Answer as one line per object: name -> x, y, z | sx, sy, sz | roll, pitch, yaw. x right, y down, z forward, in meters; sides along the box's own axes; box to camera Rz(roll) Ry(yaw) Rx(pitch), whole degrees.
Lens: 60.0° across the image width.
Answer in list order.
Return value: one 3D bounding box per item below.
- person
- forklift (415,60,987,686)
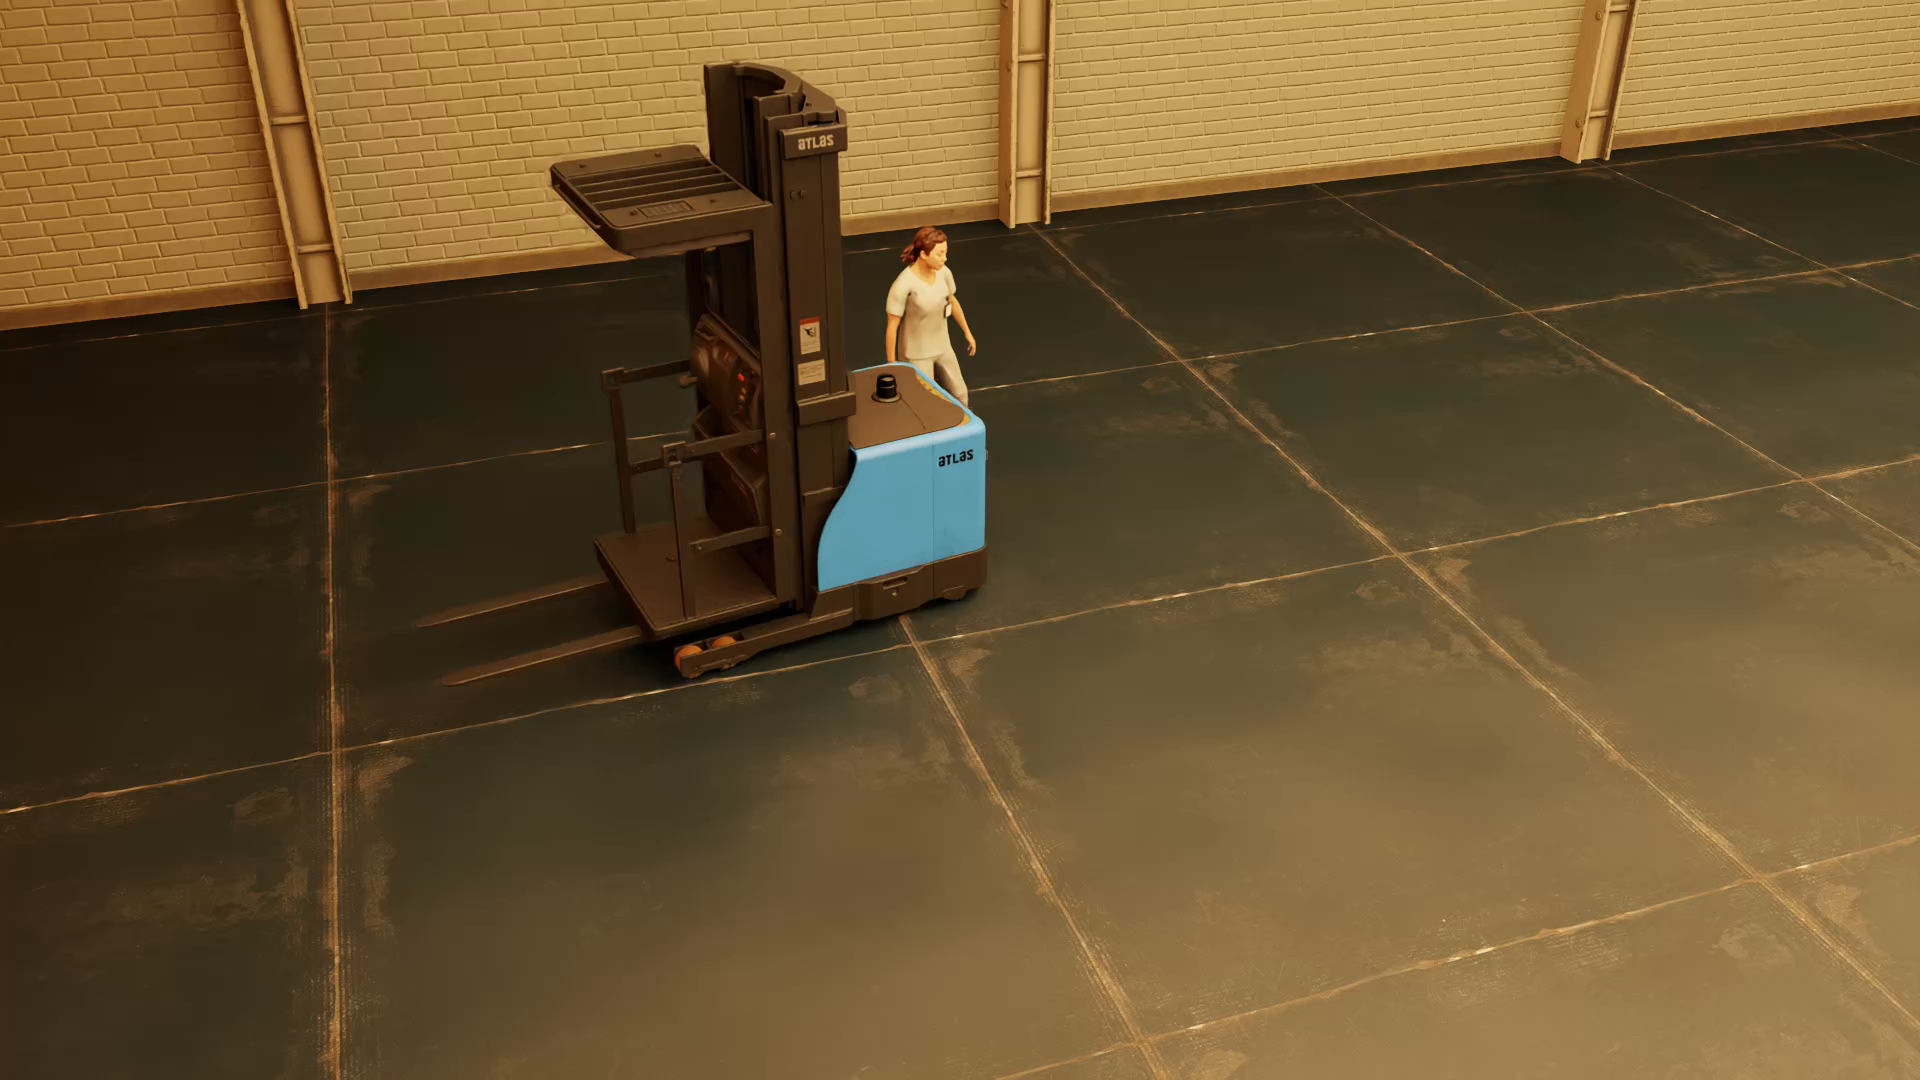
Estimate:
person -> -0.182, -1.179, 10.422 | 0.394, 1.651, 0.678 | 26, 39, 37
forklift -> -1.395, -0.845, 8.556 | 3.031, 2.935, 1.130 | -15, 33, -24
